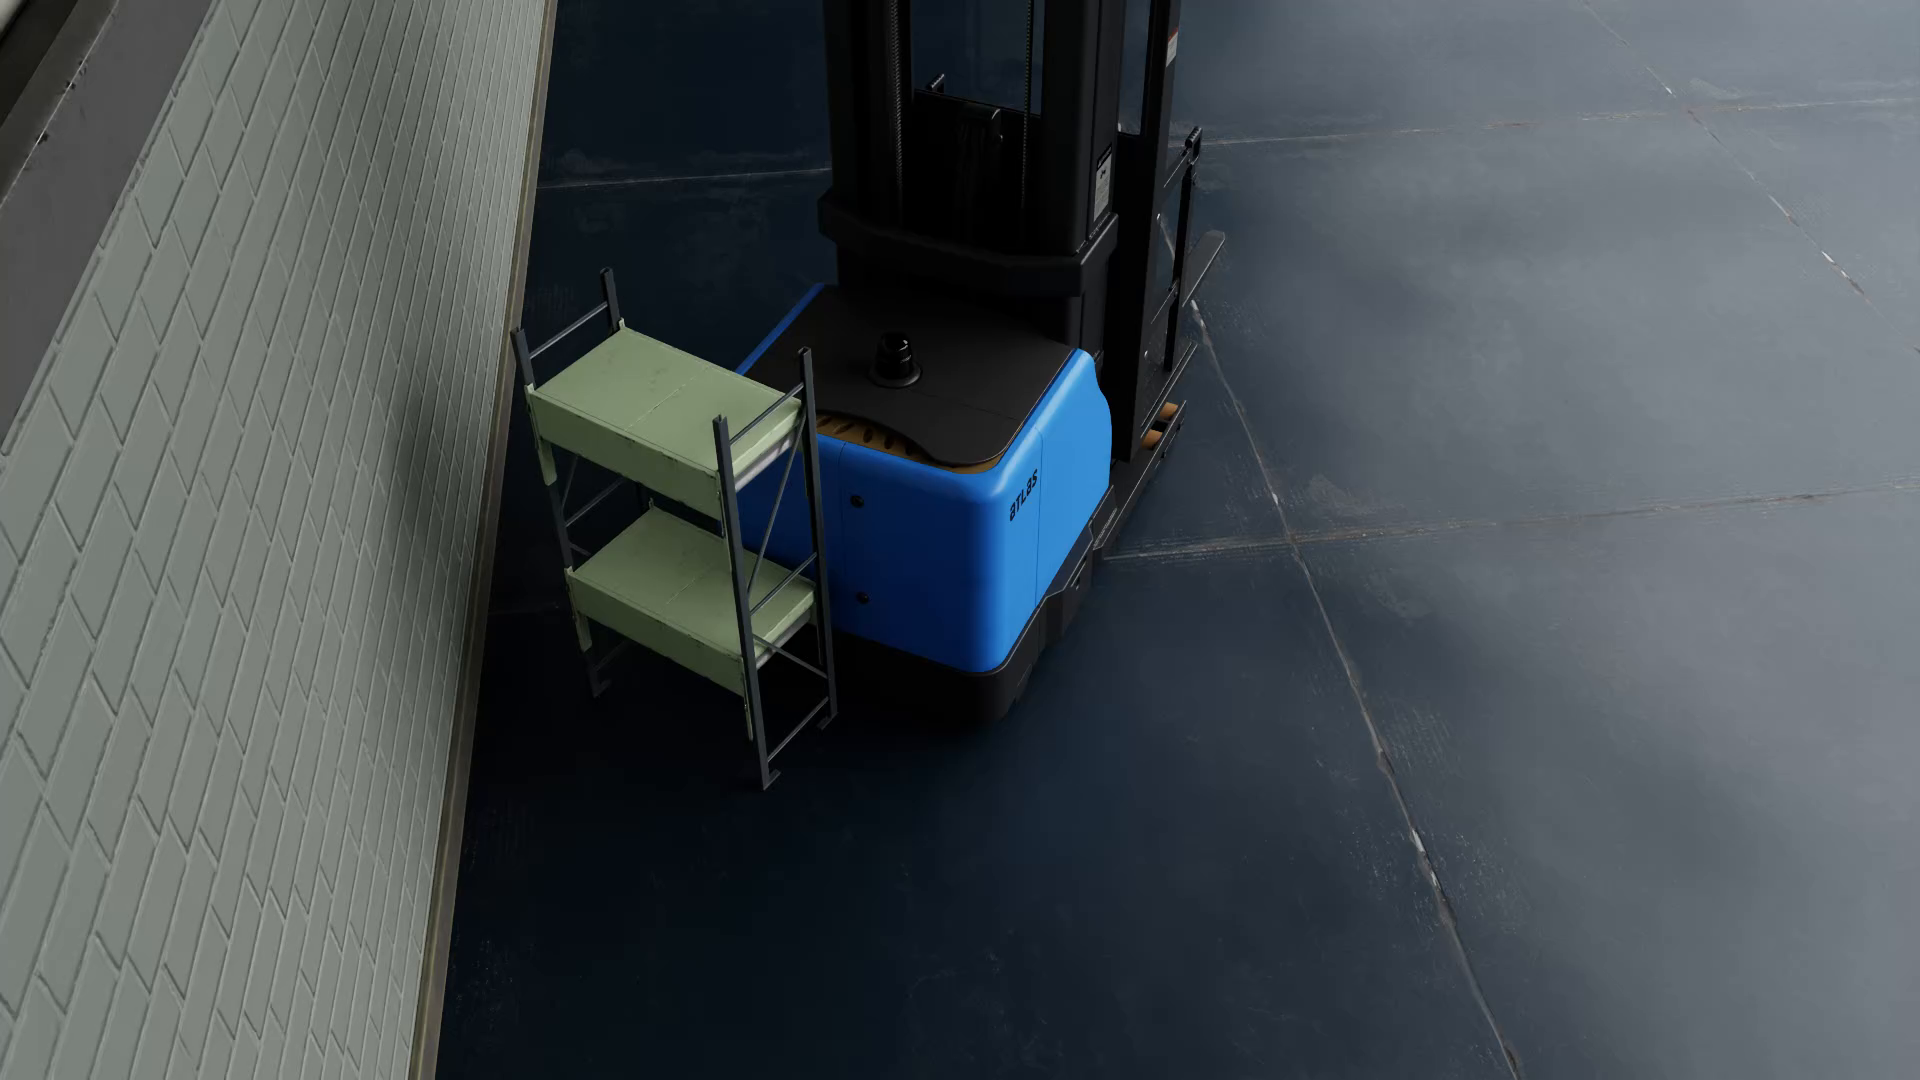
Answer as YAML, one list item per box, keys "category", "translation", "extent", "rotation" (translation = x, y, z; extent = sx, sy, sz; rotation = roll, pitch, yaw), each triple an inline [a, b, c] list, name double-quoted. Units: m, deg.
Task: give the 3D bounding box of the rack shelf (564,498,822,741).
- category: "rack shelf"
  translation: [-0.837, 0.244, 5.347]
  extent: [0.720, 0.370, 0.431]
  rotation: [24, 47, 24]

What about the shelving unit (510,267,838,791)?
- category: "shelving unit"
  translation: [-0.837, 0.001, 5.129]
  extent: [0.755, 1.500, 0.431]
  rotation: [24, 47, 24]

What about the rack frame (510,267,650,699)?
- category: "rack frame"
  translation: [-1.143, -0.133, 5.278]
  extent: [0.023, 1.500, 0.400]
  rotation: [24, 47, 24]

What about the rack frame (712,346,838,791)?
- category: "rack frame"
  translation: [-0.531, 0.136, 4.979]
  extent: [0.023, 1.500, 0.400]
  rotation: [24, 47, 24]

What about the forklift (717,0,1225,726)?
- category: "forklift"
  translation: [0.256, -1.468, 5.689]
  extent: [1.130, 2.935, 3.031]
  rotation: [17, 45, 18]

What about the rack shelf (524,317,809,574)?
- category: "rack shelf"
  translation: [-0.837, -0.288, 4.867]
  extent: [0.720, 0.370, 0.431]
  rotation: [24, 47, 24]
